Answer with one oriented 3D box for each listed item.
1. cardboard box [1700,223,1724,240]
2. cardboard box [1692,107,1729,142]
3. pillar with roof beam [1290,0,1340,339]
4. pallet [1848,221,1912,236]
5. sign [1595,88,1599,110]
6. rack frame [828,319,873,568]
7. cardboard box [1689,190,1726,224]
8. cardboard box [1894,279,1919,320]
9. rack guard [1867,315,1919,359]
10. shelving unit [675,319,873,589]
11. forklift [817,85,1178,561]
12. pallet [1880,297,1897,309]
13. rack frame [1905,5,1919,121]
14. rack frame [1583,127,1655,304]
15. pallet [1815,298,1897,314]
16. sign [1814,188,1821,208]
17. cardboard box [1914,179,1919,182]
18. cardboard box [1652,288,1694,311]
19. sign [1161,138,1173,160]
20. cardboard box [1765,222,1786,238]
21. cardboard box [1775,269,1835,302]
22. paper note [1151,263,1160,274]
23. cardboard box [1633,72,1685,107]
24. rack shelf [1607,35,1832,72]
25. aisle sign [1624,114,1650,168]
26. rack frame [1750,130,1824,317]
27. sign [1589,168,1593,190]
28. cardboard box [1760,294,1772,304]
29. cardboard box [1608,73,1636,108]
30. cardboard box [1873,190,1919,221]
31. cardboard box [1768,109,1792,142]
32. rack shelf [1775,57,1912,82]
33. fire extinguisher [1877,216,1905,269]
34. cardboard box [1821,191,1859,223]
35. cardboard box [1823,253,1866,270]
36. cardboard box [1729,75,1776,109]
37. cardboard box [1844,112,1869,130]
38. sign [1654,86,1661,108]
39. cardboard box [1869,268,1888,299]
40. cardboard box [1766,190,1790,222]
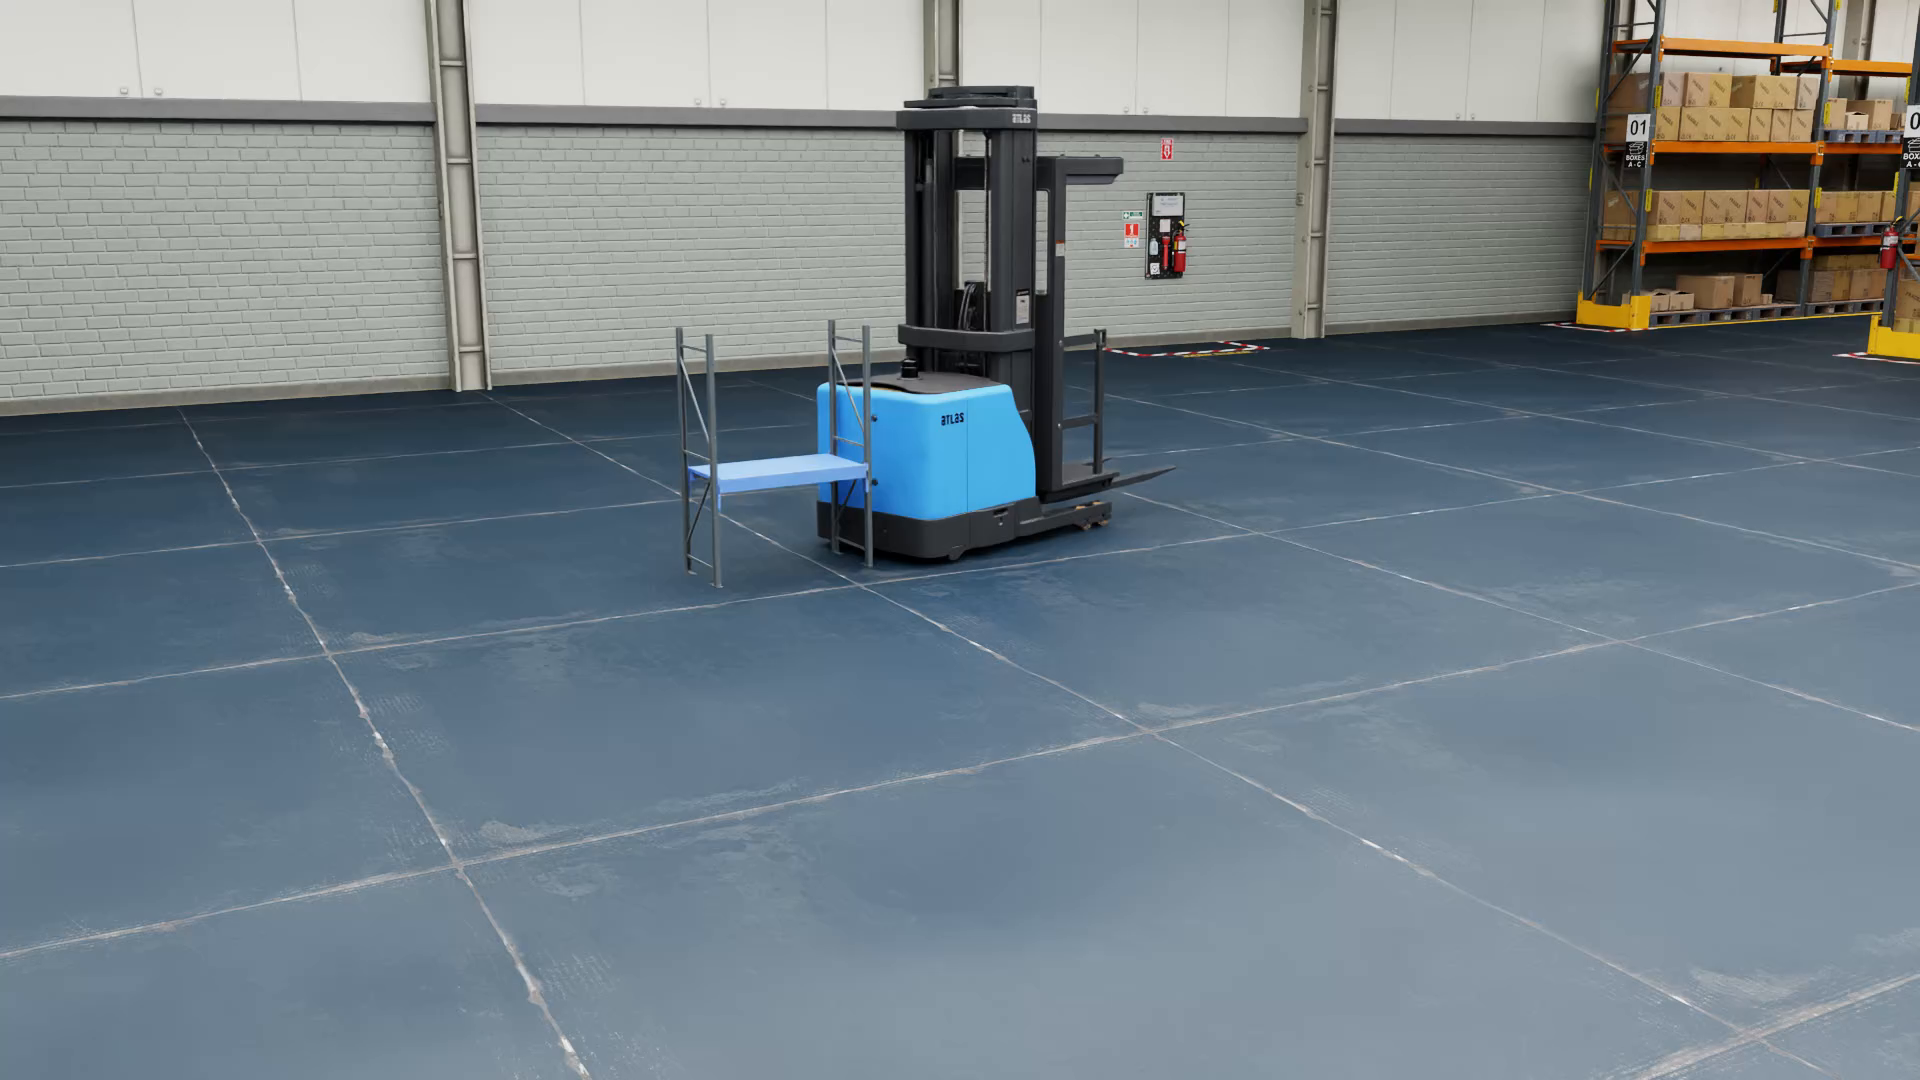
[{"bbox_3d":[11.604,-4.845,26.104,0.500,0.250,0.500,-7,15,-29],"label":"cardboard box"},{"bbox_3d":[11.480,-6.423,25.711,0.500,0.500,0.500,-6,14,-25],"label":"cardboard box"},{"bbox_3d":[7.121,-6.515,19.563,0.400,9.000,9.100,-7,14,-28],"label":"pillar with roof beam"},{"bbox_3d":[15.429,-5.341,28.445,1.213,0.211,1.003,-7,14,-28],"label":"pallet"},{"bbox_3d":[9.876,-6.813,25.703,0.005,0.325,0.100,-7,14,-28],"label":"sign"},{"bbox_3d":[-0.686,-0.607,10.391,0.032,1.500,0.500,-8,15,-30],"label":"rack frame"},{"bbox_3d":[11.583,-5.207,26.001,0.500,0.500,0.500,-7,15,-30],"label":"cardboard box"},{"bbox_3d":[12.829,-3.198,22.084,0.500,0.500,0.500,-7,14,-28],"label":"cardboard box"},{"bbox_3d":[12.480,-2.633,21.668,0.348,0.500,1.175,-7,14,-28],"label":"rack guard"},{"bbox_3d":[-1.120,-0.549,10.133,1.048,1.500,0.538,-8,15,-30],"label":"shelving unit"},{"bbox_3d":[0.405,-1.565,11.387,1.130,2.935,3.031,11,17,40],"label":"forklift"},{"bbox_3d":[16.460,-4.208,29.327,1.213,0.211,1.003,-7,14,-28],"label":"pallet"},{"bbox_3d":[12.501,-6.781,20.746,0.127,3.000,1.000,-7,14,-28],"label":"rack frame"},{"bbox_3d":[10.125,-4.809,25.645,0.127,3.000,1.000,-7,14,-28],"label":"rack frame"},{"bbox_3d":[15.390,-4.081,28.760,1.213,0.211,1.003,-7,14,-28],"label":"pallet"},{"bbox_3d":[13.902,-5.548,26.959,0.005,0.325,0.100,-7,14,-28],"label":"sign"},{"bbox_3d":[17.420,-6.318,29.691,0.500,0.250,0.500,-6,14,-26],"label":"cardboard box"},{"bbox_3d":[11.275,-3.827,26.405,0.500,0.311,0.500,-6,14,-23],"label":"cardboard box"},{"bbox_3d":[2.816,-5.315,22.613,0.199,0.298,0.001,-7,14,-28],"label":"sign"},{"bbox_3d":[12.924,-5.007,26.822,0.500,0.250,0.500,-7,14,-28],"label":"cardboard box"},{"bbox_3d":[14.274,-4.305,28.099,0.500,0.500,0.700,-6,14,-26],"label":"cardboard box"},{"bbox_3d":[2.682,-3.730,22.859,0.142,0.148,0.016,-7,14,-28],"label":"paper note"},{"bbox_3d":[10.579,-6.812,25.165,0.500,0.500,0.500,-8,15,-32],"label":"cardboard box"},{"bbox_3d":[11.880,-7.593,26.001,4.000,0.370,1.077,-7,14,-28],"label":"rack shelf"},{"bbox_3d":[10.205,-6.012,25.069,0.004,0.787,0.394,-7,14,-28],"label":"aisle sign"},{"bbox_3d":[13.635,-5.230,27.515,0.127,3.000,1.000,-7,14,-28],"label":"rack frame"},{"bbox_3d":[9.876,-5.637,25.968,0.005,0.325,0.100,-7,14,-28],"label":"sign"},{"bbox_3d":[13.180,-4.000,27.502,0.250,0.166,0.380,-9,16,-35],"label":"cardboard box"},{"bbox_3d":[10.378,-6.914,25.618,0.500,0.500,0.500,-6,14,-25],"label":"cardboard box"},{"bbox_3d":[16.261,-5.798,28.813,0.500,0.500,0.700,-8,15,-33],"label":"cardboard box"},{"bbox_3d":[12.861,-6.600,26.499,0.500,0.500,0.500,-8,15,-33],"label":"cardboard box"},{"bbox_3d":[15.391,-7.821,27.914,4.000,0.370,1.077,-7,14,-28],"label":"rack shelf"},{"bbox_3d":[12.175,-3.894,21.756,0.183,0.674,0.296,-7,14,-28],"label":"fire extinguisher"},{"bbox_3d":[14.593,-5.597,27.919,0.500,0.500,0.700,-5,14,-22],"label":"cardboard box"},{"bbox_3d":[15.113,-4.774,28.472,0.500,0.250,0.500,-7,15,-29],"label":"cardboard box"},{"bbox_3d":[12.396,-7.018,26.078,0.500,0.500,0.500,-7,15,-30],"label":"cardboard box"},{"bbox_3d":[14.694,-6.961,27.624,0.500,0.311,0.500,-6,14,-26],"label":"cardboard box"},{"bbox_3d":[10.385,-6.594,24.755,0.005,0.325,0.100,-7,14,-28],"label":"sign"},{"bbox_3d":[15.609,-4.470,28.832,0.500,0.500,0.700,-7,14,-28],"label":"cardboard box"},{"bbox_3d":[12.933,-5.369,26.723,0.500,0.500,0.500,-7,14,-28],"label":"cardboard box"}]
